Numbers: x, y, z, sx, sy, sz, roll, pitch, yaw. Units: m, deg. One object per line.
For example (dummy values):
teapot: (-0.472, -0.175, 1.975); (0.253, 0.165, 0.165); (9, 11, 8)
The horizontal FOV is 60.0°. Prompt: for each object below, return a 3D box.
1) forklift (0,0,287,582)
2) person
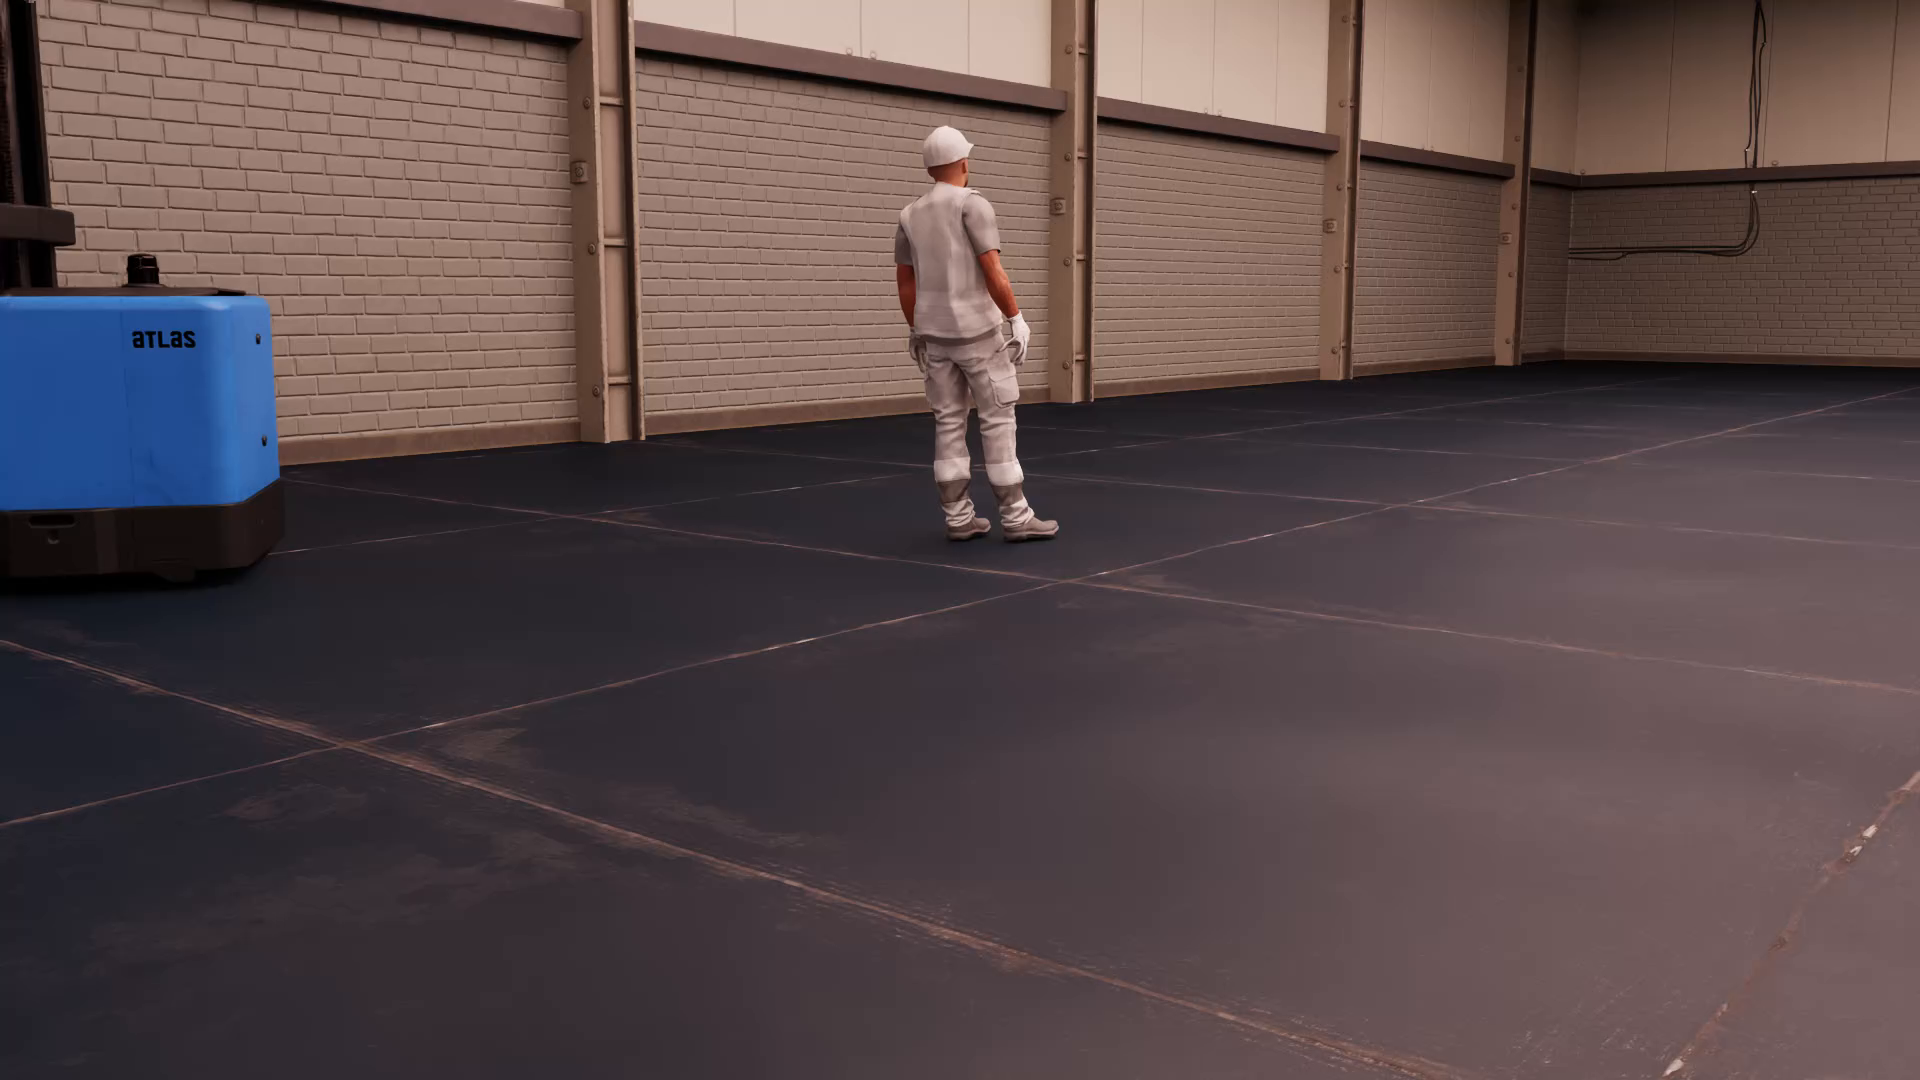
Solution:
forklift: (-4.248, -1.295, 6.135); (3.031, 2.935, 1.130); (-2, 9, -13)
person: (0.060, -0.901, 7.329); (0.637, 1.790, 0.562); (7, 11, 38)
